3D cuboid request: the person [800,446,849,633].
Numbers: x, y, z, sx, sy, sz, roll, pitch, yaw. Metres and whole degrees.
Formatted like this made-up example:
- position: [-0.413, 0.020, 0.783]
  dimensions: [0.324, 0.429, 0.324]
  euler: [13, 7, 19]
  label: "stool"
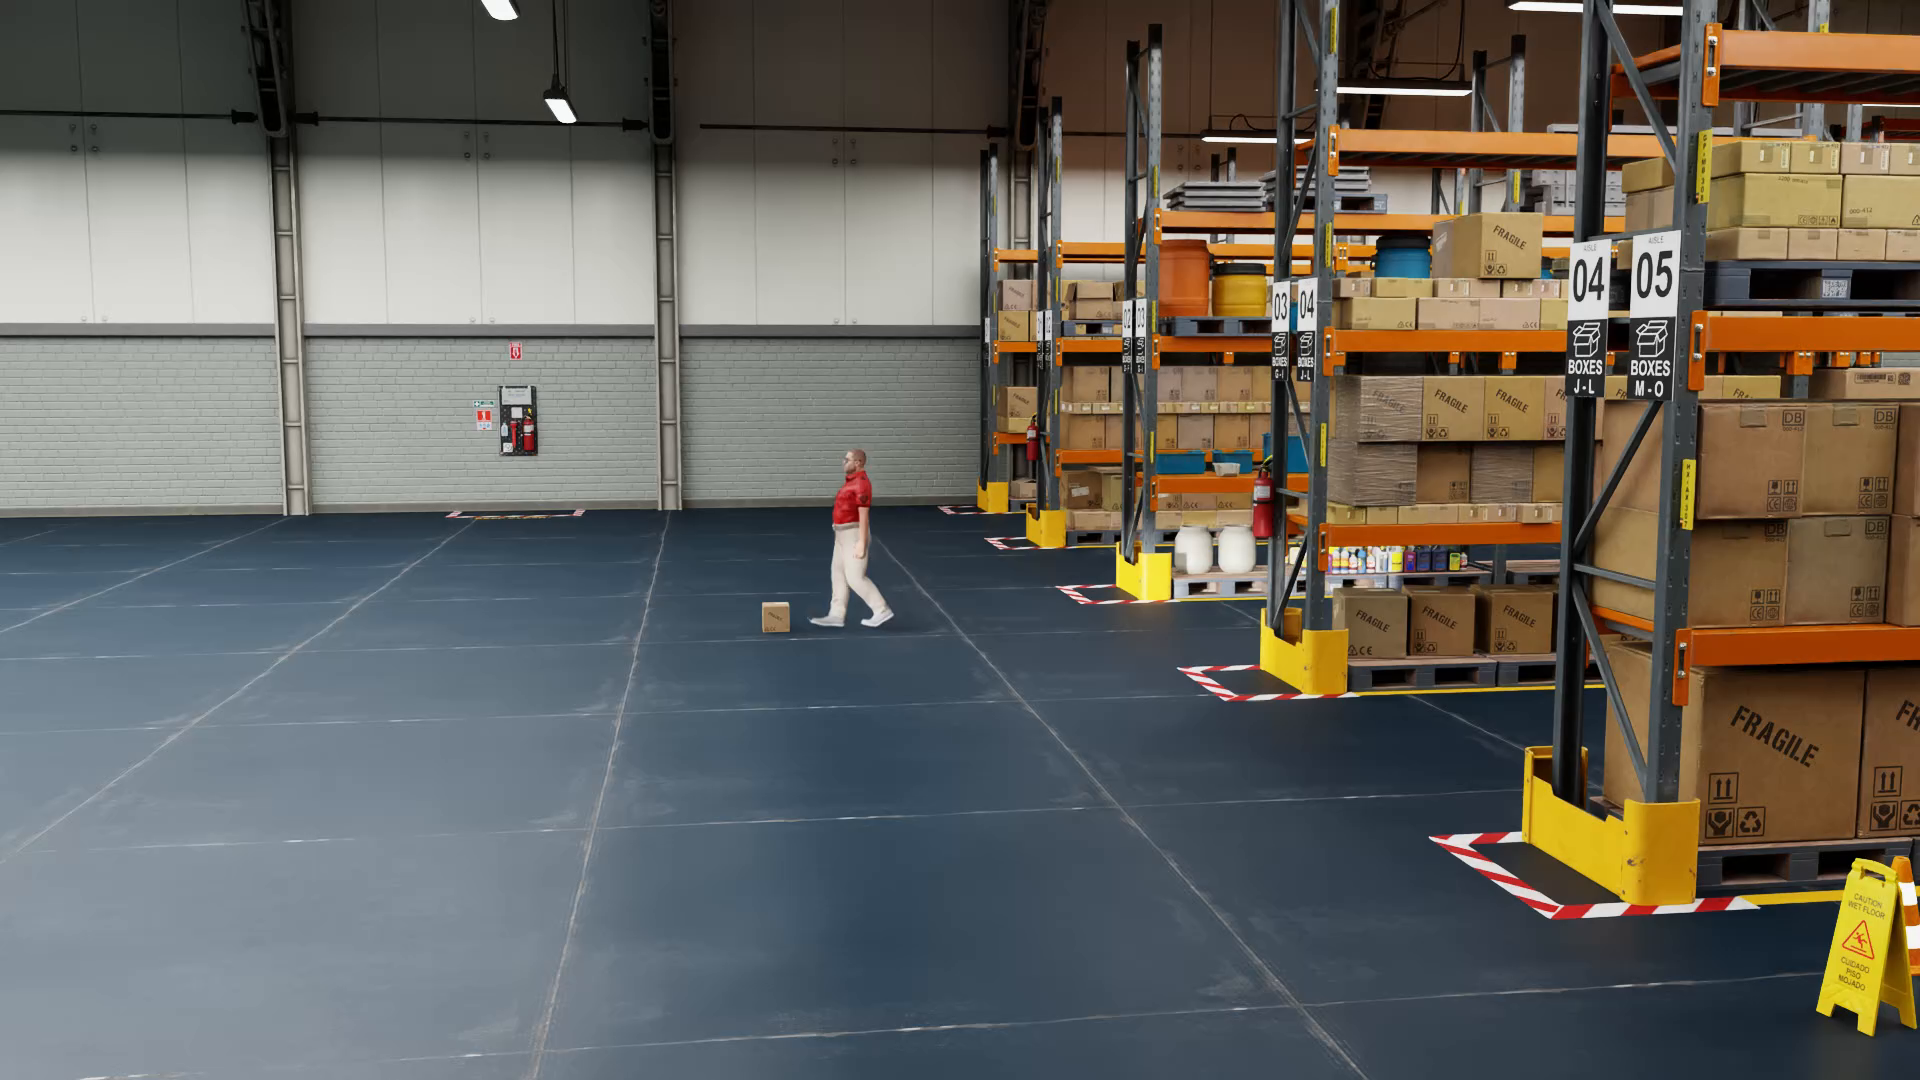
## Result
- position: [-1.296, 0.009, 15.827]
  dimensions: [0.449, 1.796, 0.568]
  euler: [-2, 7, -15]
  label: "person"
